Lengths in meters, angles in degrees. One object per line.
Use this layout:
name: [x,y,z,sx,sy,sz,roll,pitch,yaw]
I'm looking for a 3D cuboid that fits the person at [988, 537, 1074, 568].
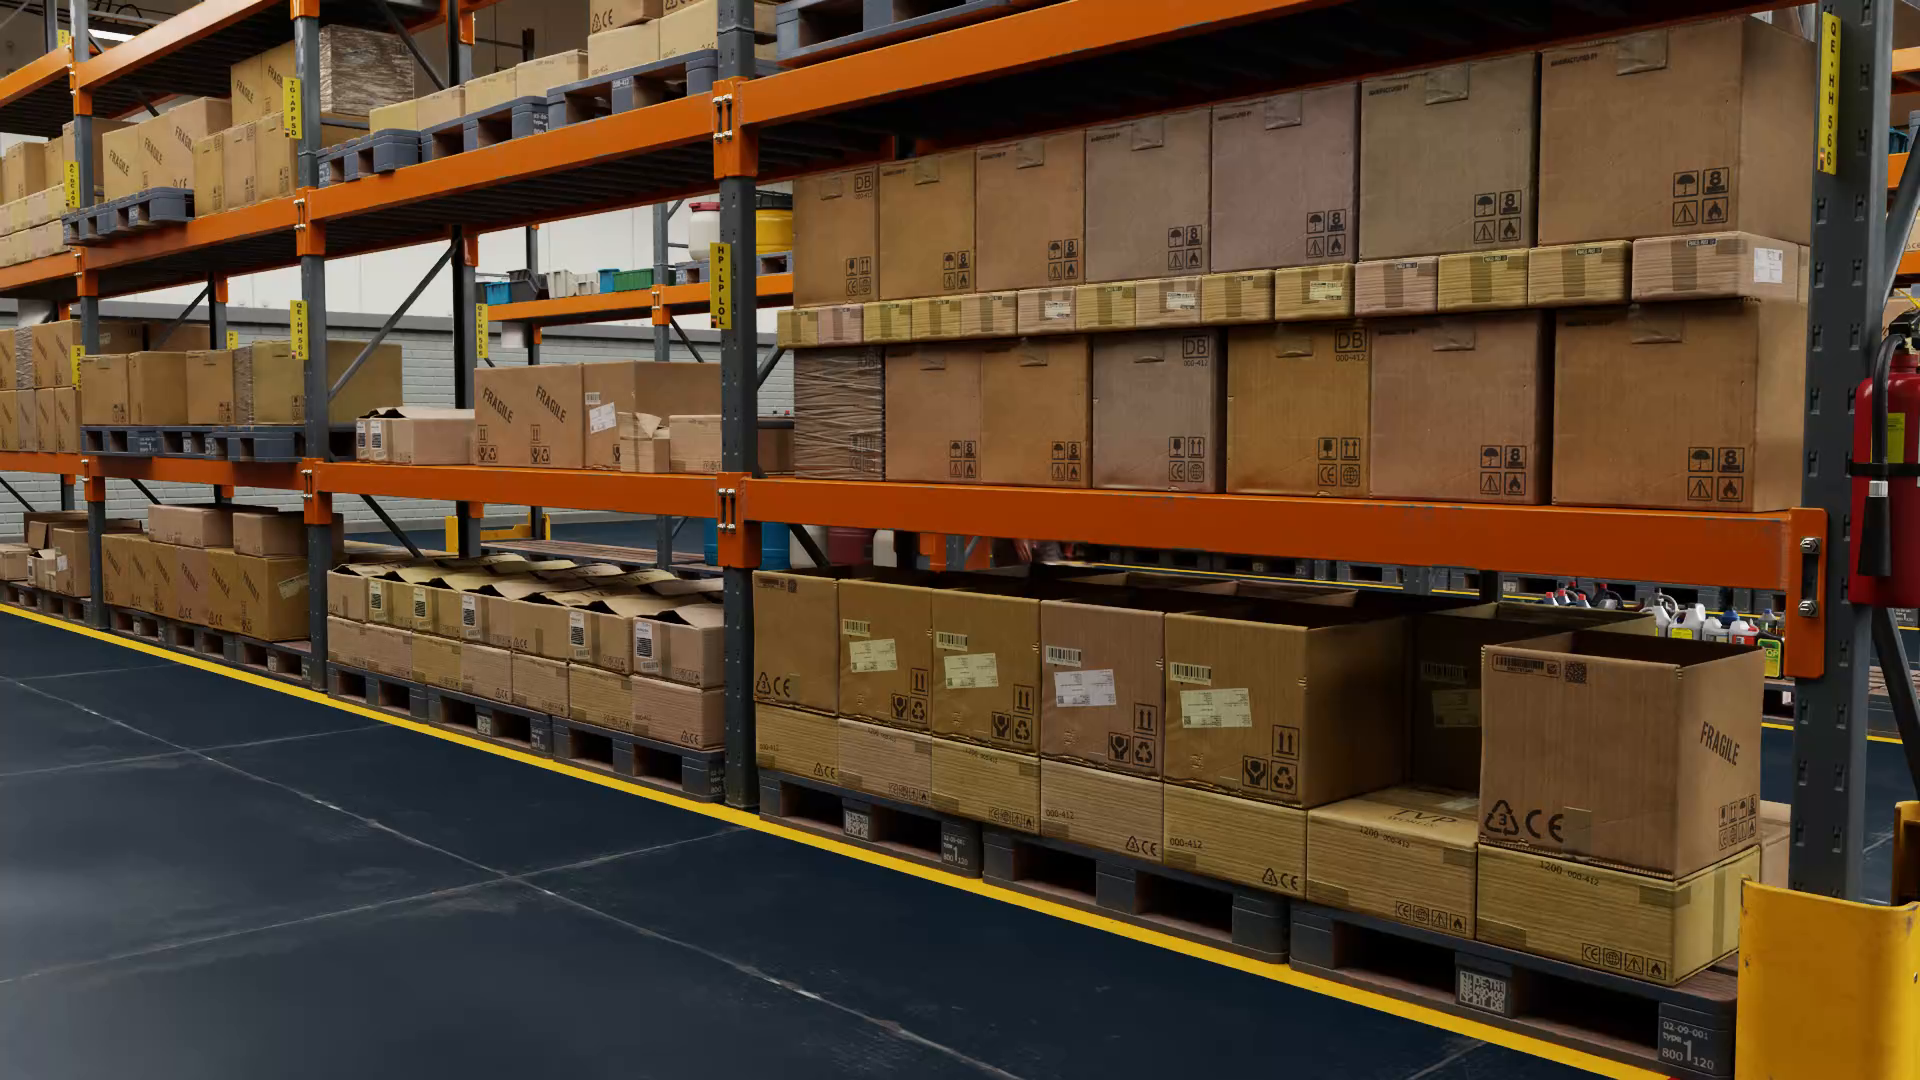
person: [0.393,0.004,9.346,0.471,1.726,0.556,4,5,45]
